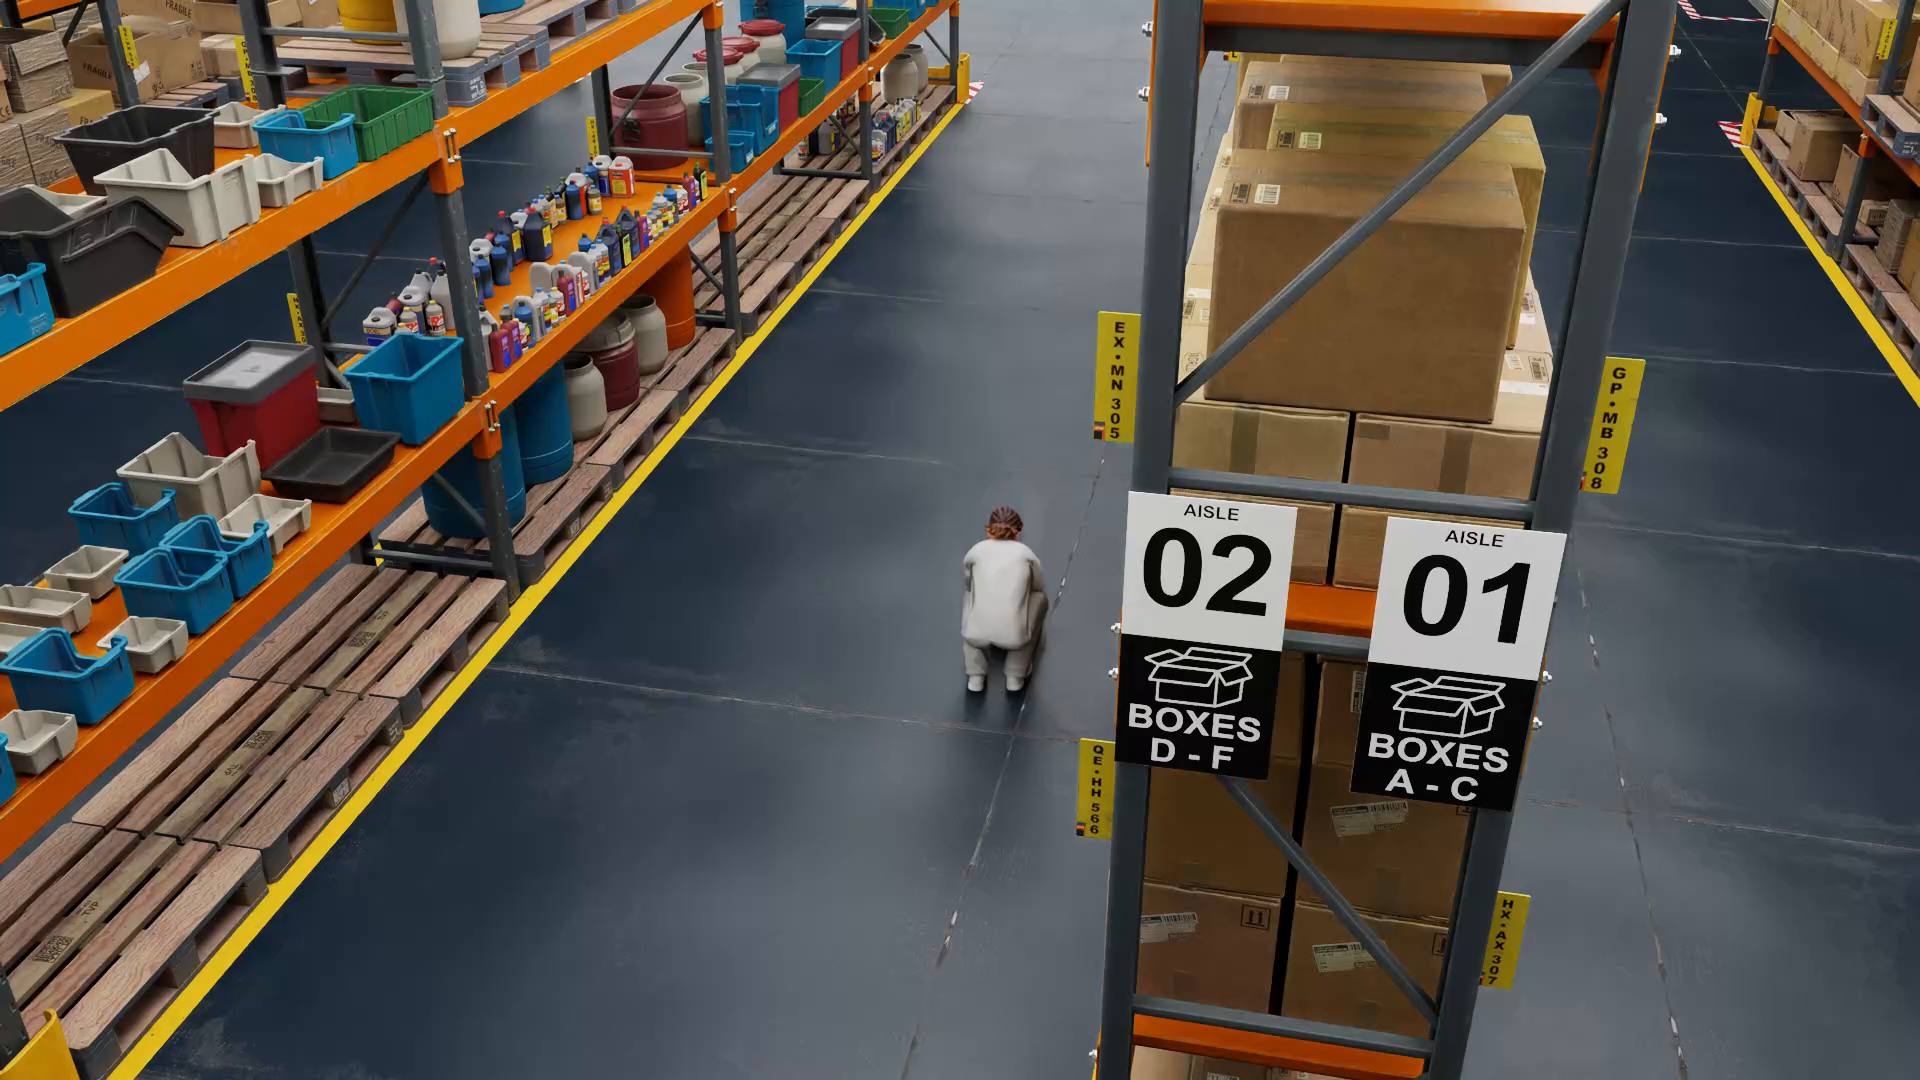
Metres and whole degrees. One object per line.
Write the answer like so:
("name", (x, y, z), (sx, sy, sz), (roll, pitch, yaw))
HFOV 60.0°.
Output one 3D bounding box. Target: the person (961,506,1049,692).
("person", (0.223, 0.337, 8.890), (0.467, 0.825, 0.801), (6, 29, 11))
